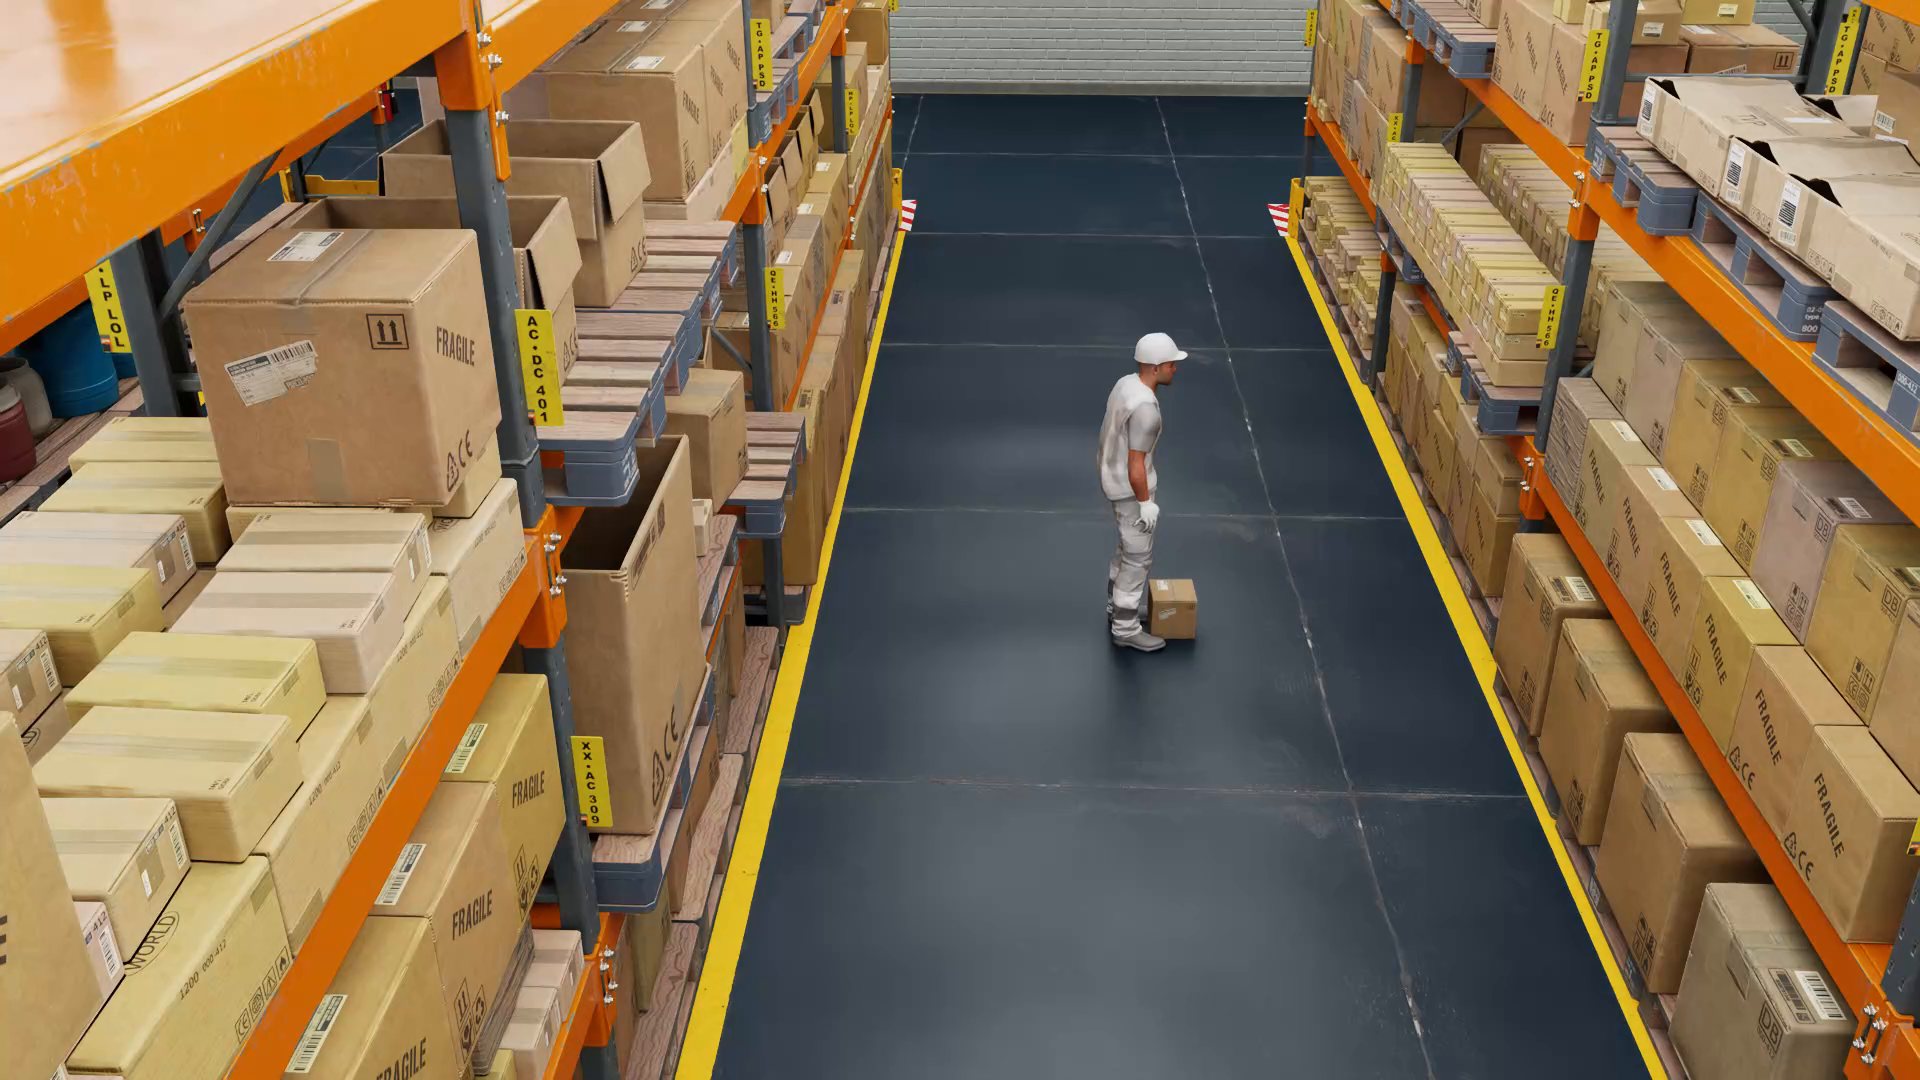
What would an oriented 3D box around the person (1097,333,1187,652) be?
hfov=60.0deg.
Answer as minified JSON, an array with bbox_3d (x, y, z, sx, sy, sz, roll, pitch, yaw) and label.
[{"bbox_3d":[0.981,-0.286,9.150,0.453,1.778,0.616,-1,28,-1],"label":"person"}]
